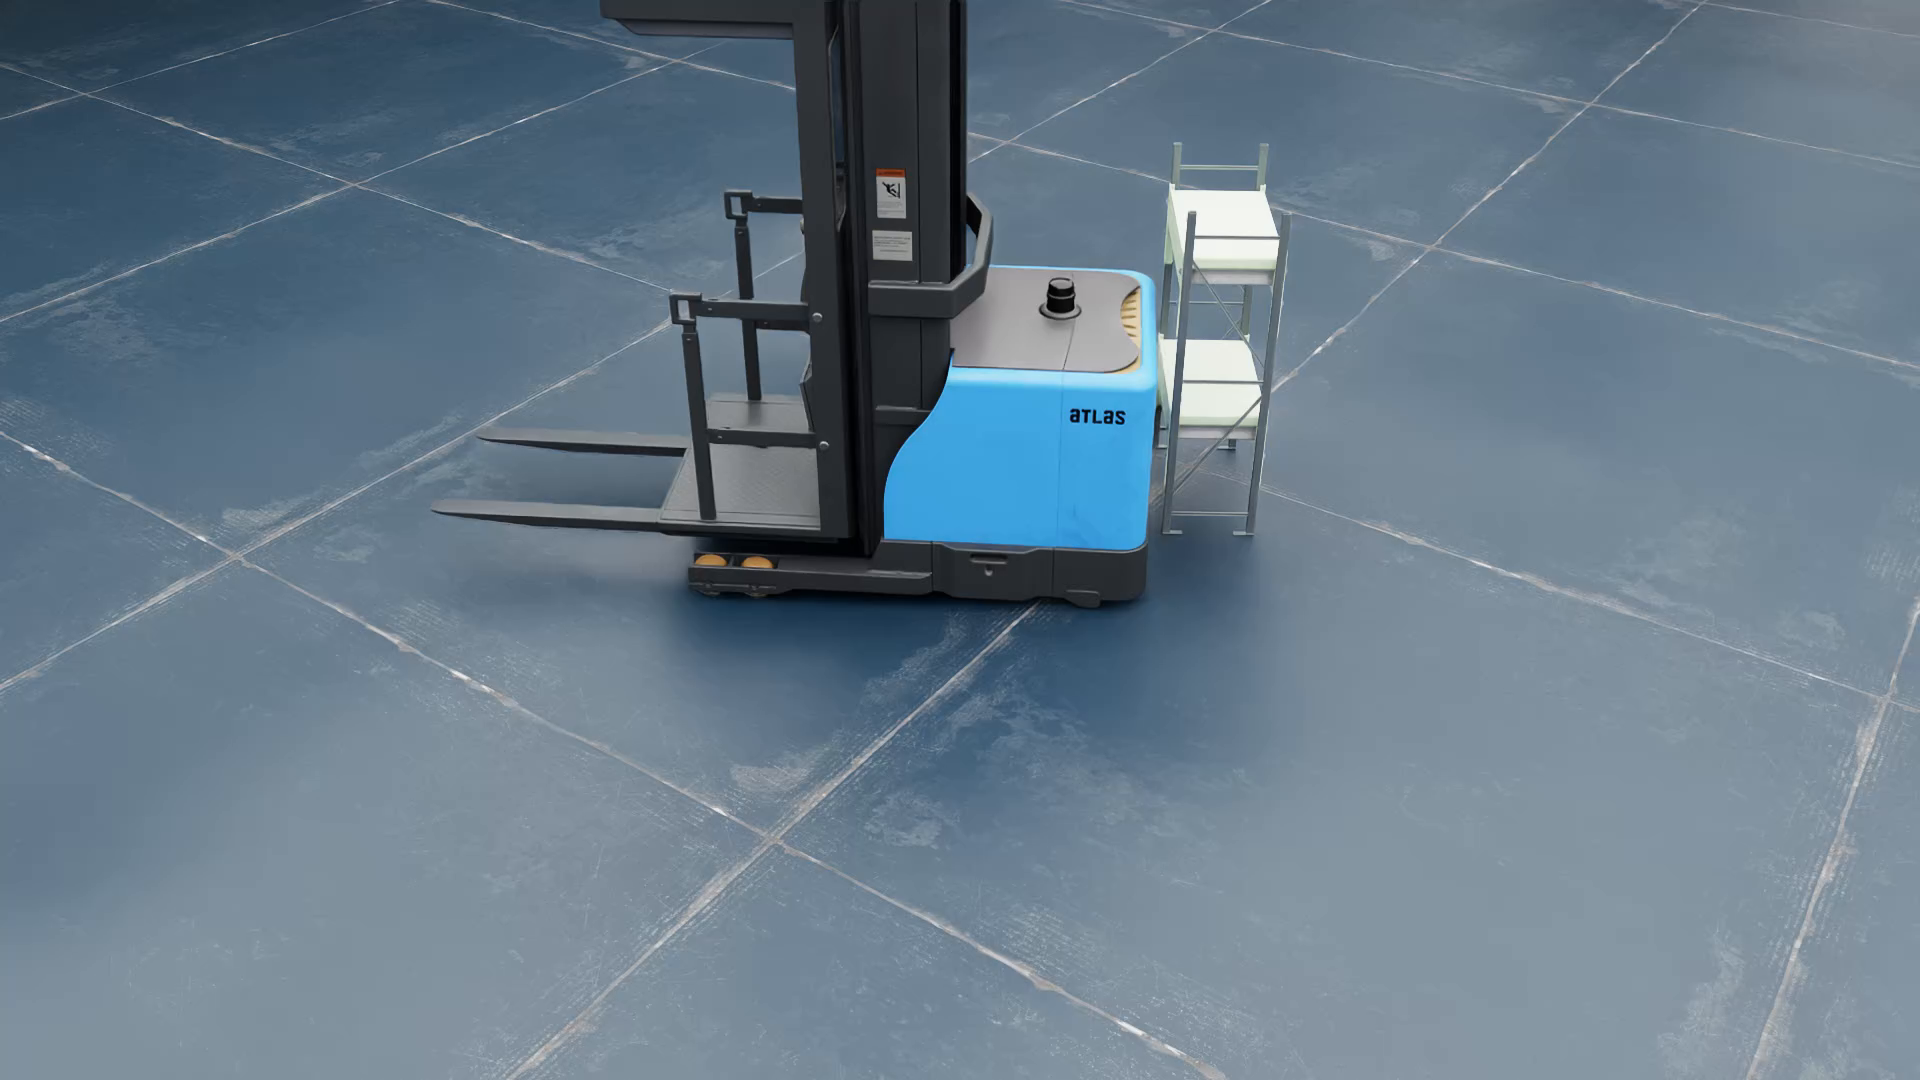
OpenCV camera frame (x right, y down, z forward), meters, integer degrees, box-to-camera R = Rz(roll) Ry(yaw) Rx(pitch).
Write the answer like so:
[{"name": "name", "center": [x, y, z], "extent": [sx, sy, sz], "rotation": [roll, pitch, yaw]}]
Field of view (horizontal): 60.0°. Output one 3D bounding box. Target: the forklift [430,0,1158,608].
[{"name": "forklift", "center": [-0.711, -1.269, 6.511], "extent": [3.031, 2.935, 1.130], "rotation": [3, 34, 4]}]

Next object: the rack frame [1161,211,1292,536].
[{"name": "rack frame", "center": [1.085, -0.648, 6.870], "extent": [0.400, 1.500, 0.023], "rotation": [1, 34, 1]}]

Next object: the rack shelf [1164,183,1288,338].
[{"name": "rack shelf", "center": [1.096, -1.177, 6.954], "extent": [0.431, 0.370, 0.720], "rotation": [1, 34, 1]}]

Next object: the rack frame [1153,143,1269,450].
[{"name": "rack frame", "center": [1.107, -1.058, 7.476], "extent": [0.400, 1.500, 0.023], "rotation": [1, 34, 1]}]

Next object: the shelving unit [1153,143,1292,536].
[{"name": "shelving unit", "center": [1.096, -0.853, 7.173], "extent": [0.431, 1.500, 0.755], "rotation": [1, 34, 1]}]

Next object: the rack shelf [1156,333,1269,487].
[{"name": "rack shelf", "center": [1.096, -0.583, 7.356], "extent": [0.431, 0.370, 0.720], "rotation": [1, 34, 1]}]
